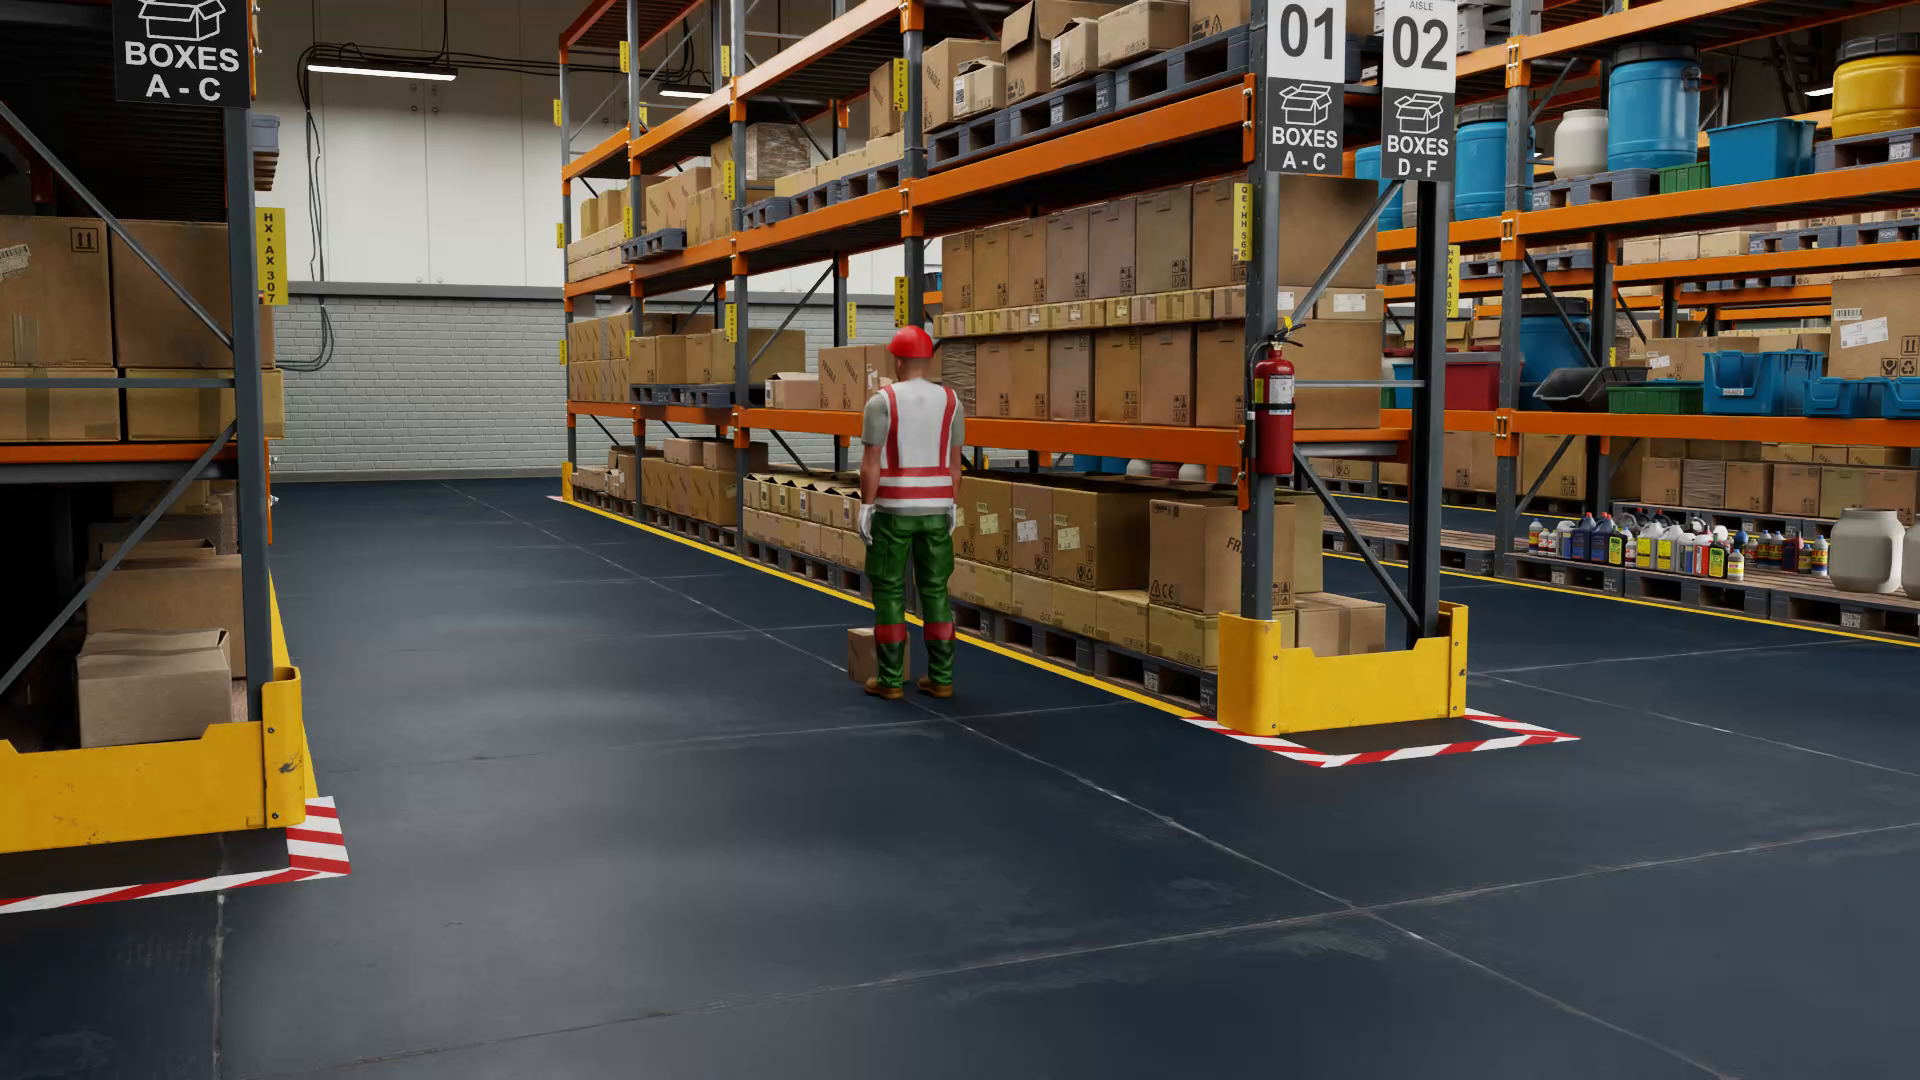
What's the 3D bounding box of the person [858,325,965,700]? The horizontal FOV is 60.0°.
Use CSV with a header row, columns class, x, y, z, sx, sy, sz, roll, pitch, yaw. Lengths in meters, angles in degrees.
class,x,y,z,sx,sy,sz,roll,pitch,yaw
person,-0.245,-0.136,8.028,0.523,1.790,0.372,-2,6,-22
